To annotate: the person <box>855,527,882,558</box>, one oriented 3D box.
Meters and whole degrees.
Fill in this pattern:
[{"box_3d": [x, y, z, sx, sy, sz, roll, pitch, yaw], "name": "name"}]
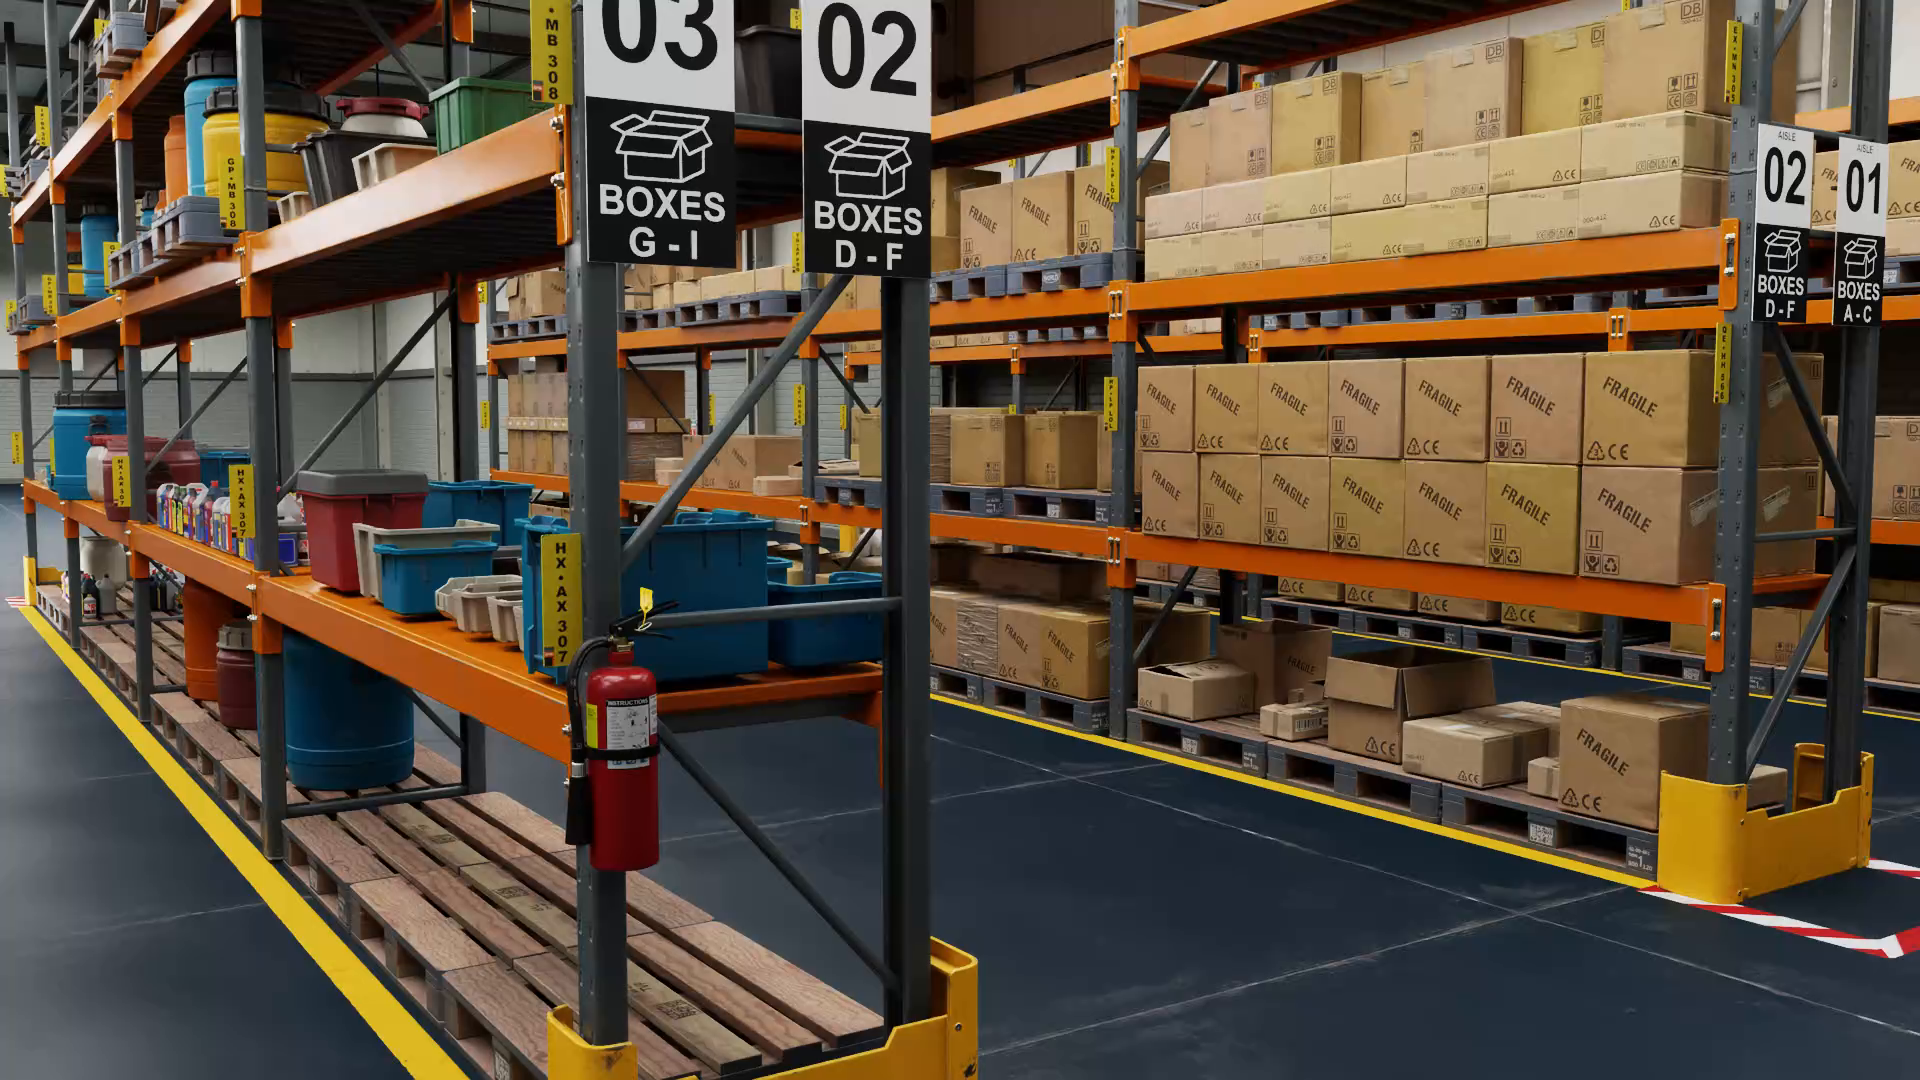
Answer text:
[{"box_3d": [-0.745, 0.260, 16.484, 0.605, 0.993, 0.906, -3, 5, -34], "name": "person"}]
